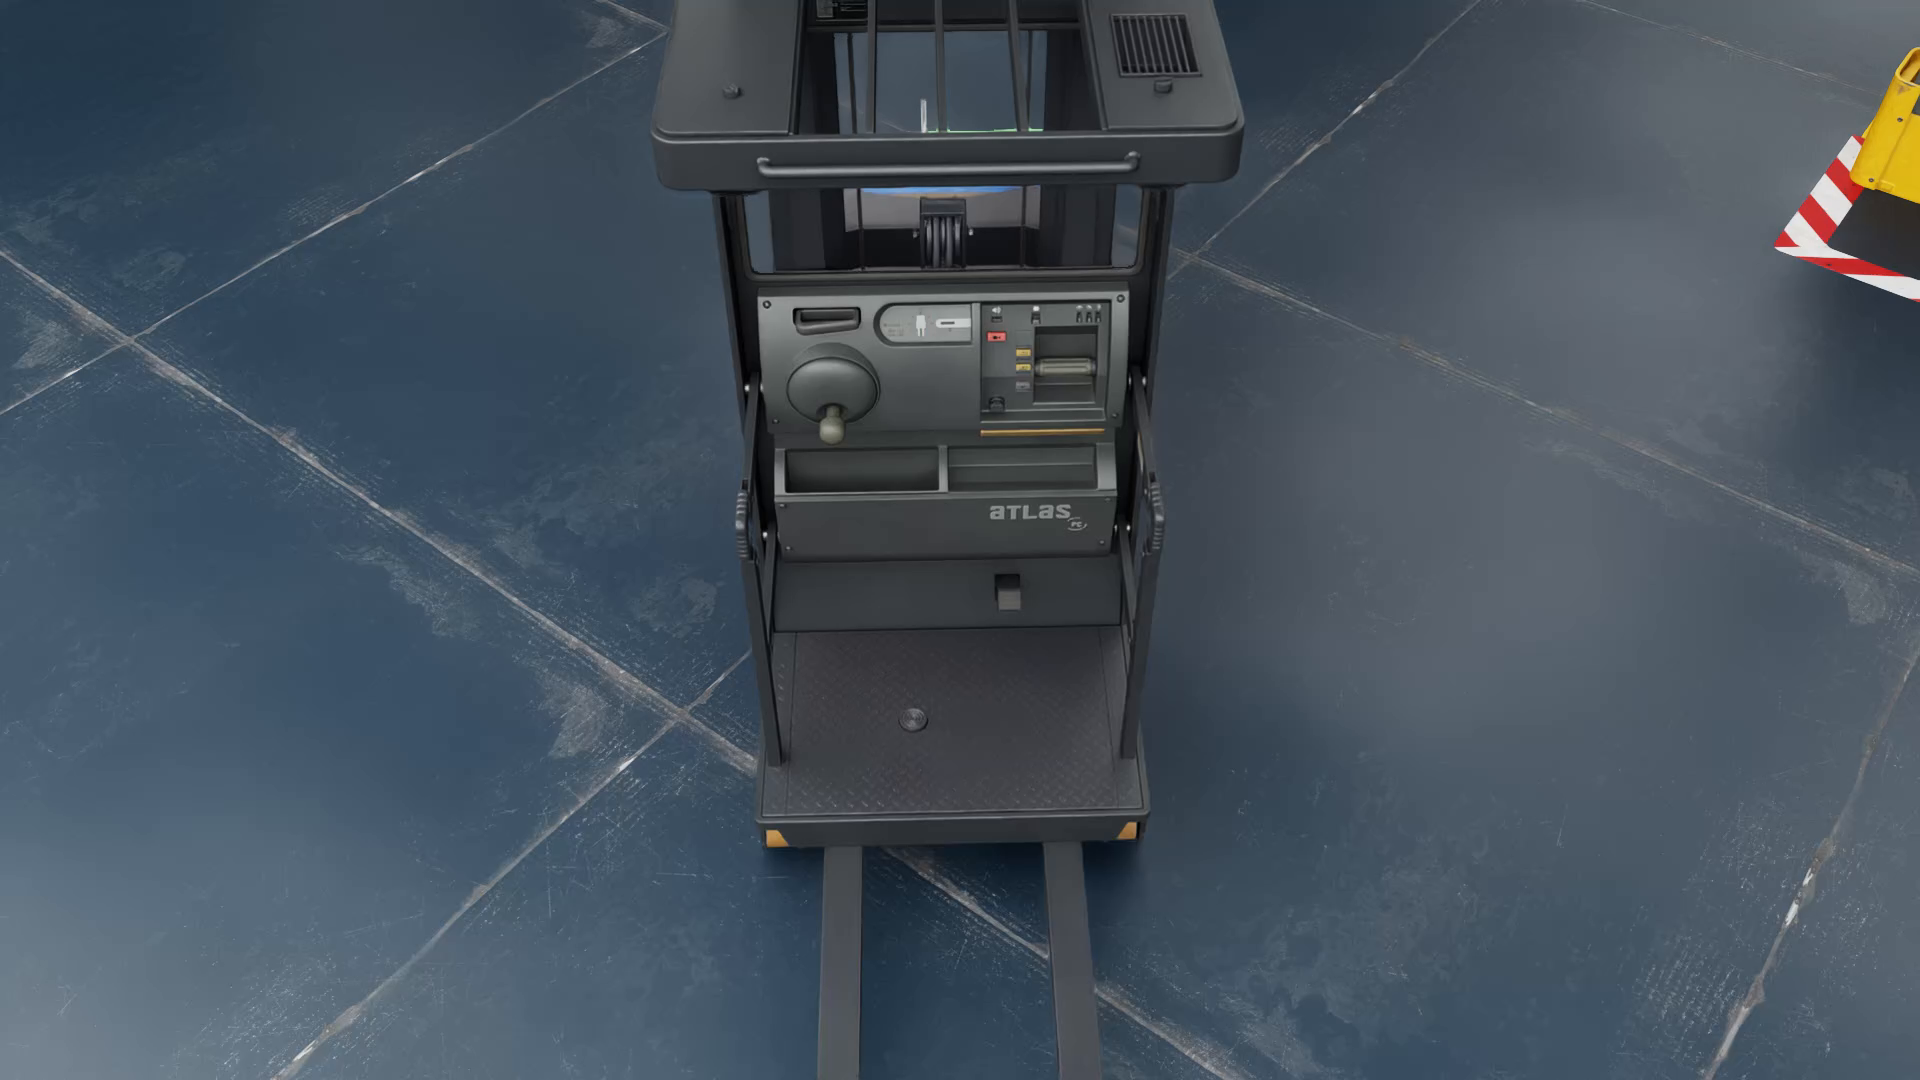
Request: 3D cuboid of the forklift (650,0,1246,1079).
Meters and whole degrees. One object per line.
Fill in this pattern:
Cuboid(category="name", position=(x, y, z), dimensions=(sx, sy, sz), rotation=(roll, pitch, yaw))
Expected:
Cuboid(category="forklift", position=(-0.031, -0.351, 4.058), dimensions=(1.130, 2.935, 3.031), rotation=(-1, 46, -1))

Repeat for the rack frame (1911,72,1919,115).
Cuboid(category="rack frame", position=(4.380, -2.402, 5.970), dimensions=(1.000, 3.000, 0.127), rotation=(29, 53, 25))

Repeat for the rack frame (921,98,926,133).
Cuboid(category="rack frame", position=(-0.118, -0.955, 5.832), dimensions=(0.015, 1.200, 0.240), rotation=(-1, 46, -1))

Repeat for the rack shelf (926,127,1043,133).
Cuboid(category="rack shelf", position=(0.126, -1.247, 5.536), dimensions=(0.480, 0.148, 0.258), rotation=(-1, 46, -1))

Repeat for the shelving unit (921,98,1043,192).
Cuboid(category="shelving unit", position=(0.126, -0.959, 5.836), dimensions=(0.503, 1.200, 0.258), rotation=(-1, 46, -1))

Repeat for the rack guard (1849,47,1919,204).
Cuboid(category="rack guard", position=(4.427, -1.582, 6.916), dimensions=(1.175, 0.500, 0.348), rotation=(29, 53, 25))
